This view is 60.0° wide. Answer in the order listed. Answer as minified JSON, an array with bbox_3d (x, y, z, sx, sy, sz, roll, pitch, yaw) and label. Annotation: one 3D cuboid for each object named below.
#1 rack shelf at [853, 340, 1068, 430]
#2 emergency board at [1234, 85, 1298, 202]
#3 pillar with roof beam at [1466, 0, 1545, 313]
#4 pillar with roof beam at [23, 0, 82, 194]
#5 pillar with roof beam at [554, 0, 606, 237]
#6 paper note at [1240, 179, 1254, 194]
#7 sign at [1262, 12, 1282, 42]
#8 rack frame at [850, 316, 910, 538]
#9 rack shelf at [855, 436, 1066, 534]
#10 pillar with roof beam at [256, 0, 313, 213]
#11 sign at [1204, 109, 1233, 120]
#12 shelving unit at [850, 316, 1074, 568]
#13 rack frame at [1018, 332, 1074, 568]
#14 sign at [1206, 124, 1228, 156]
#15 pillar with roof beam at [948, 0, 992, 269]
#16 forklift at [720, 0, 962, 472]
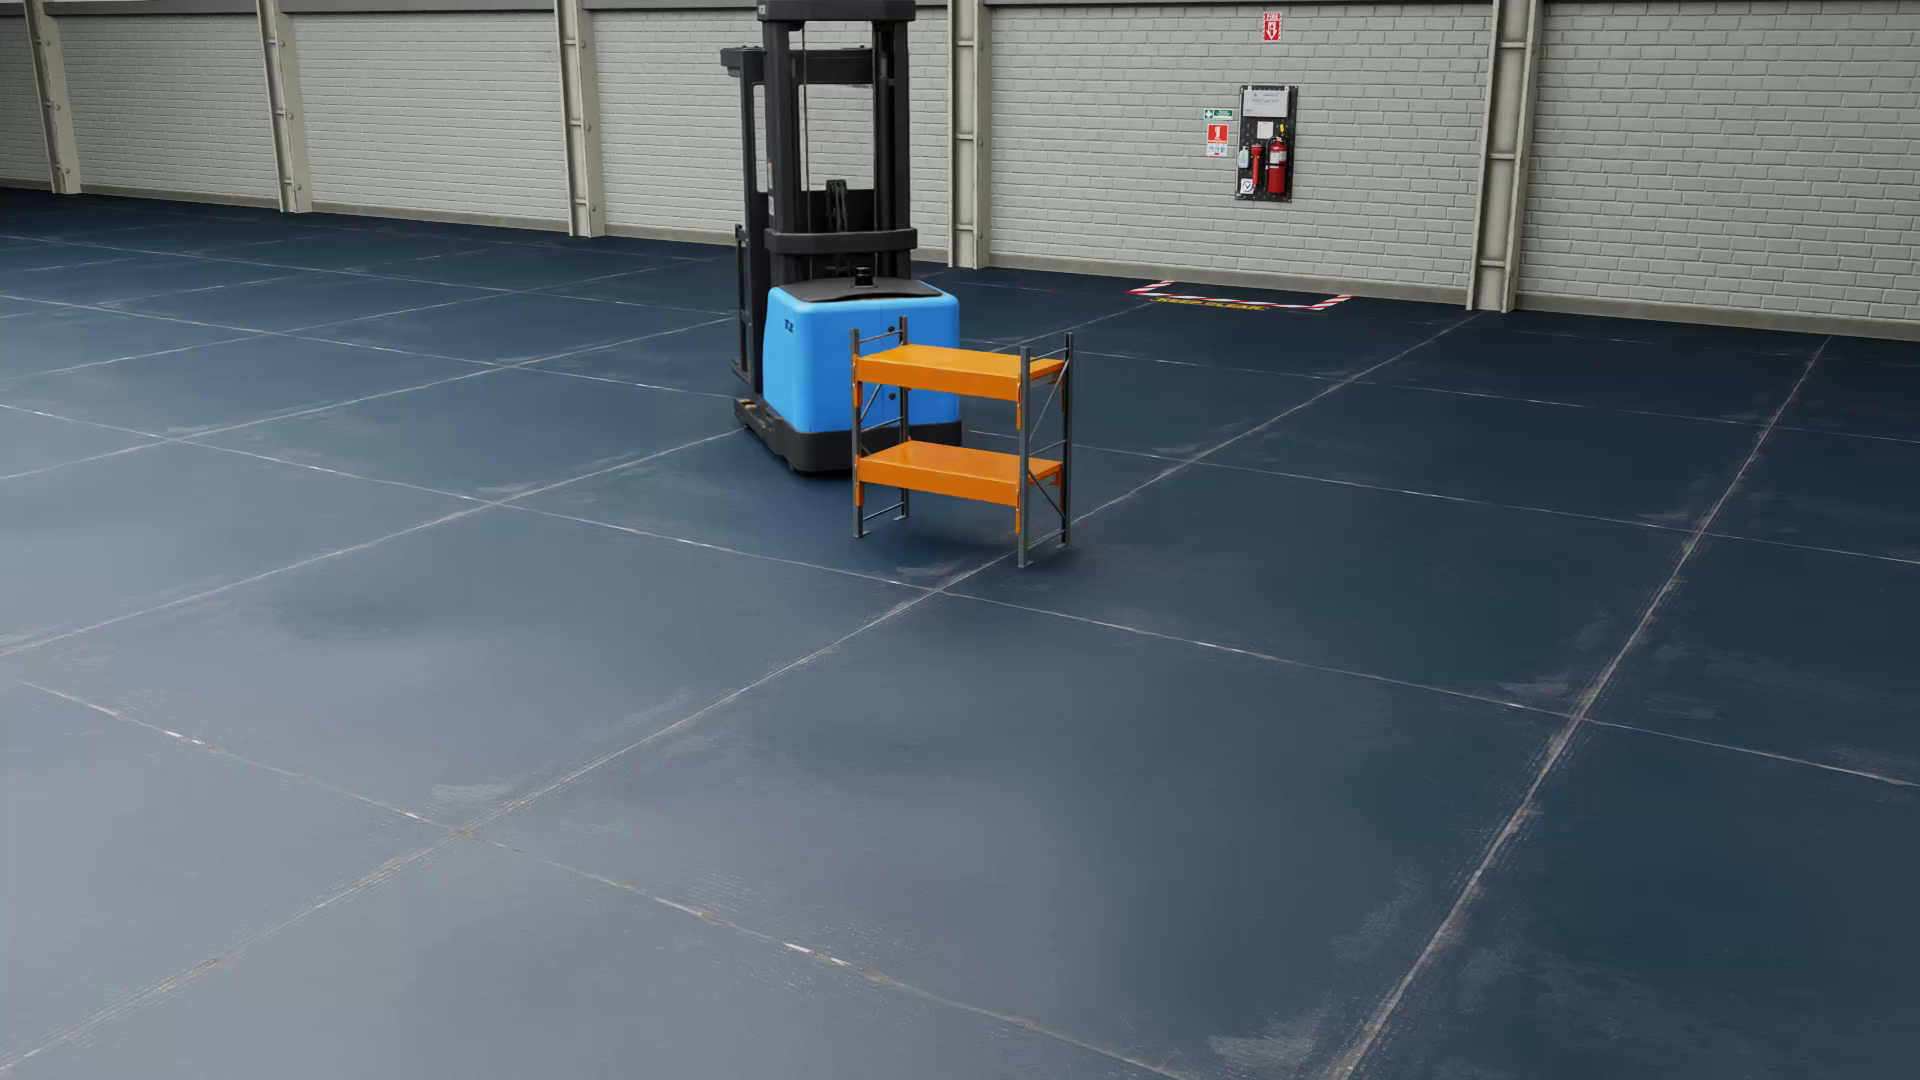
[{"bbox_3d":[0.006,-0.817,8.629,1.000,0.278,0.538,10,20,30],"label":"rack shelf"},{"bbox_3d":[3.135,-4.096,17.204,0.643,1.169,0.194,10,20,30],"label":"emergency board"},{"bbox_3d":[2.968,-5.515,11.554,0.400,9.000,9.100,10,20,30],"label":"pillar with roof beam"},{"bbox_3d":[-17.483,-9.165,23.572,0.400,9.000,9.100,10,20,30],"label":"pillar with roof beam"},{"bbox_3d":[-7.258,-7.340,17.563,0.400,9.000,9.100,10,20,30],"label":"pillar with roof beam"},{"bbox_3d":[3.020,-3.718,17.477,0.142,0.148,0.016,10,20,30],"label":"paper note"},{"bbox_3d":[3.180,-5.231,16.953,0.199,0.298,0.001,10,20,30],"label":"sign"},{"bbox_3d":[-0.427,-0.615,8.969,0.032,1.125,0.500,10,20,30],"label":"rack frame"},{"bbox_3d":[0.006,-0.303,8.785,1.000,0.278,0.538,10,20,30],"label":"rack shelf"},{"bbox_3d":[-12.370,-8.253,20.567,0.400,9.000,9.100,10,20,30],"label":"pillar with roof beam"},{"bbox_3d":[2.717,-4.473,17.473,0.331,0.109,0.001,10,20,30],"label":"sign"},{"bbox_3d":[0.006,-0.537,8.714,1.048,1.125,0.538,10,20,30],"label":"shelving unit"},{"bbox_3d":[0.439,-0.460,8.460,0.032,1.125,0.500,10,20,30],"label":"rack frame"},{"bbox_3d":[2.718,-4.223,17.560,0.234,0.329,0.001,10,20,30],"label":"sign"},{"bbox_3d":[-2.145,-6.427,14.558,0.400,9.000,9.100,10,20,30],"label":"pillar with roof beam"},{"bbox_3d":[-0.938,-2.199,11.078,1.130,2.935,3.031,-6,18,-18],"label":"forklift"}]
